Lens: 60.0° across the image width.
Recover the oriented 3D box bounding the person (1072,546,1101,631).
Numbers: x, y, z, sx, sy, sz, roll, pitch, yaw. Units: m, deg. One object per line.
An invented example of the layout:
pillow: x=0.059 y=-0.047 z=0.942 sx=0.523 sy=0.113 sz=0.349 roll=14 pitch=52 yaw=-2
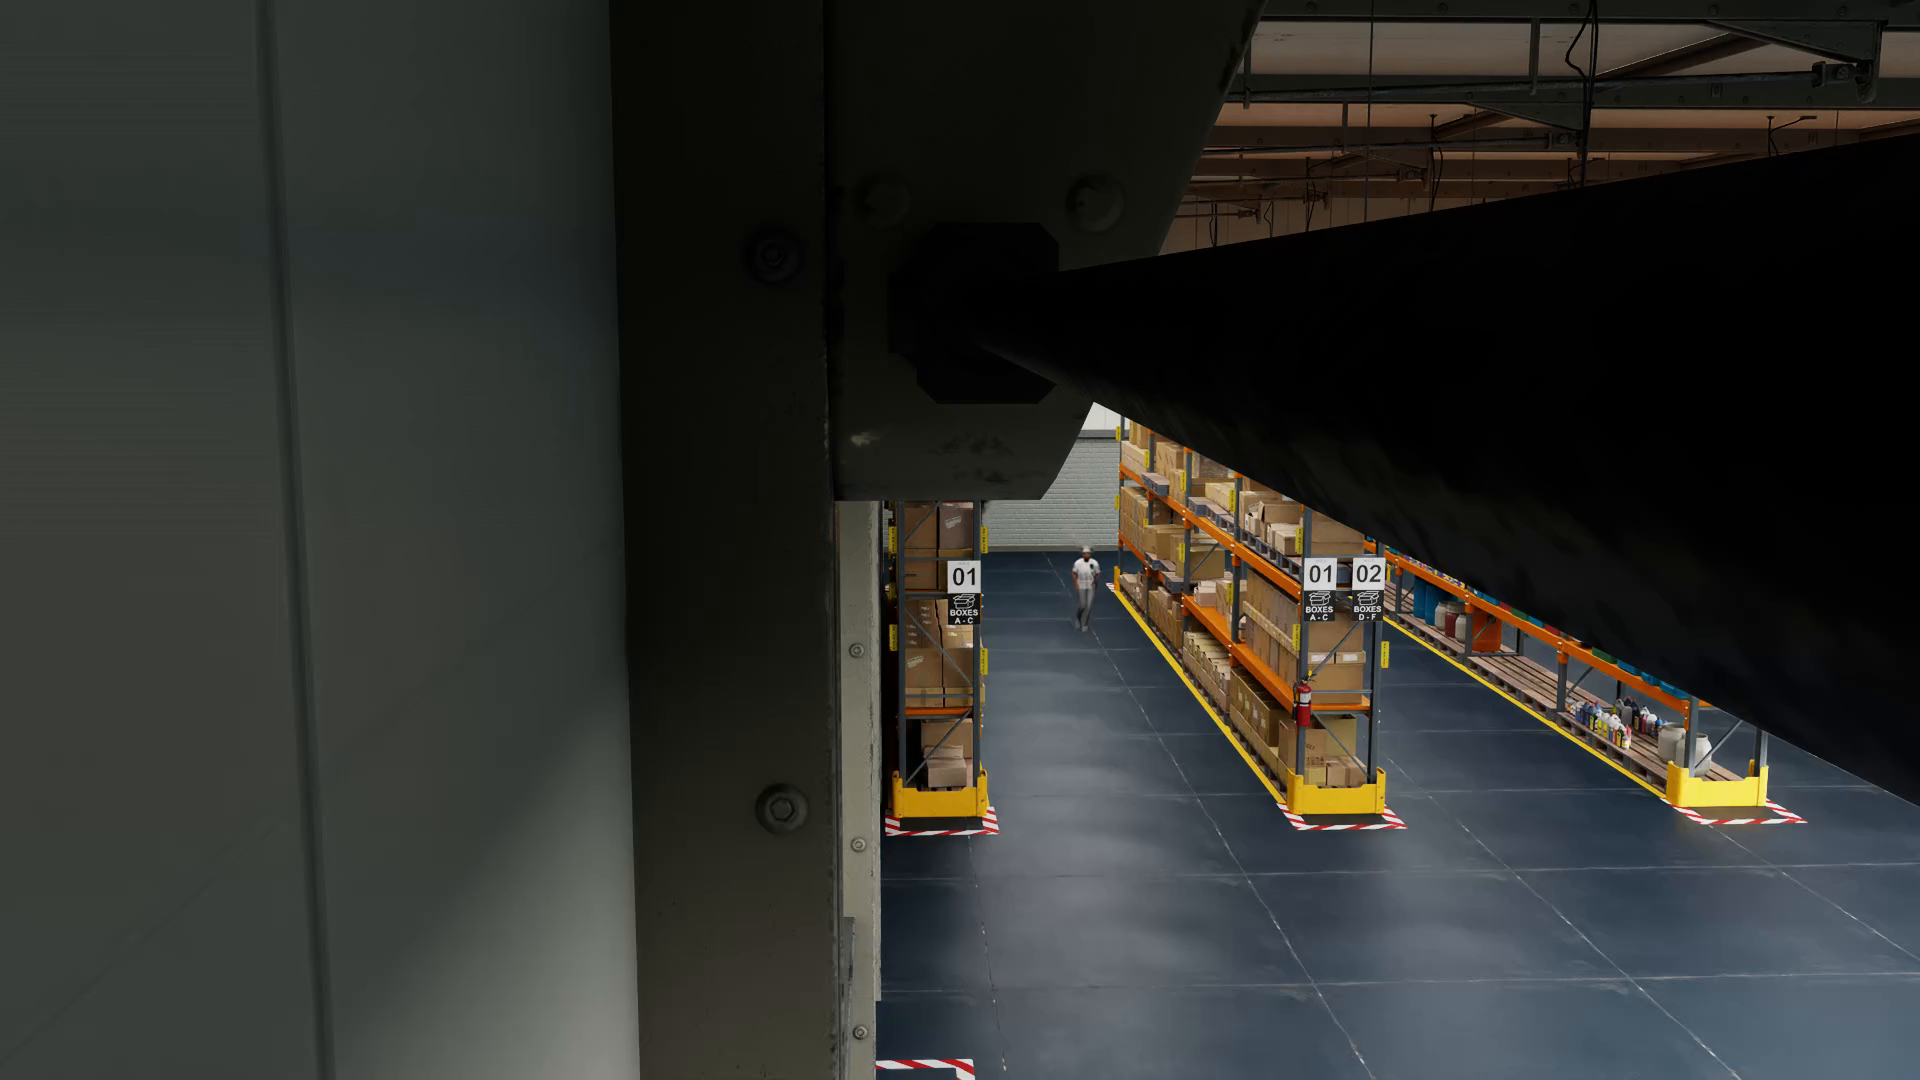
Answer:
person: x=2.429 y=0.931 z=31.825 sx=0.560 sy=1.667 sz=0.566 roll=0 pitch=8 yaw=0
